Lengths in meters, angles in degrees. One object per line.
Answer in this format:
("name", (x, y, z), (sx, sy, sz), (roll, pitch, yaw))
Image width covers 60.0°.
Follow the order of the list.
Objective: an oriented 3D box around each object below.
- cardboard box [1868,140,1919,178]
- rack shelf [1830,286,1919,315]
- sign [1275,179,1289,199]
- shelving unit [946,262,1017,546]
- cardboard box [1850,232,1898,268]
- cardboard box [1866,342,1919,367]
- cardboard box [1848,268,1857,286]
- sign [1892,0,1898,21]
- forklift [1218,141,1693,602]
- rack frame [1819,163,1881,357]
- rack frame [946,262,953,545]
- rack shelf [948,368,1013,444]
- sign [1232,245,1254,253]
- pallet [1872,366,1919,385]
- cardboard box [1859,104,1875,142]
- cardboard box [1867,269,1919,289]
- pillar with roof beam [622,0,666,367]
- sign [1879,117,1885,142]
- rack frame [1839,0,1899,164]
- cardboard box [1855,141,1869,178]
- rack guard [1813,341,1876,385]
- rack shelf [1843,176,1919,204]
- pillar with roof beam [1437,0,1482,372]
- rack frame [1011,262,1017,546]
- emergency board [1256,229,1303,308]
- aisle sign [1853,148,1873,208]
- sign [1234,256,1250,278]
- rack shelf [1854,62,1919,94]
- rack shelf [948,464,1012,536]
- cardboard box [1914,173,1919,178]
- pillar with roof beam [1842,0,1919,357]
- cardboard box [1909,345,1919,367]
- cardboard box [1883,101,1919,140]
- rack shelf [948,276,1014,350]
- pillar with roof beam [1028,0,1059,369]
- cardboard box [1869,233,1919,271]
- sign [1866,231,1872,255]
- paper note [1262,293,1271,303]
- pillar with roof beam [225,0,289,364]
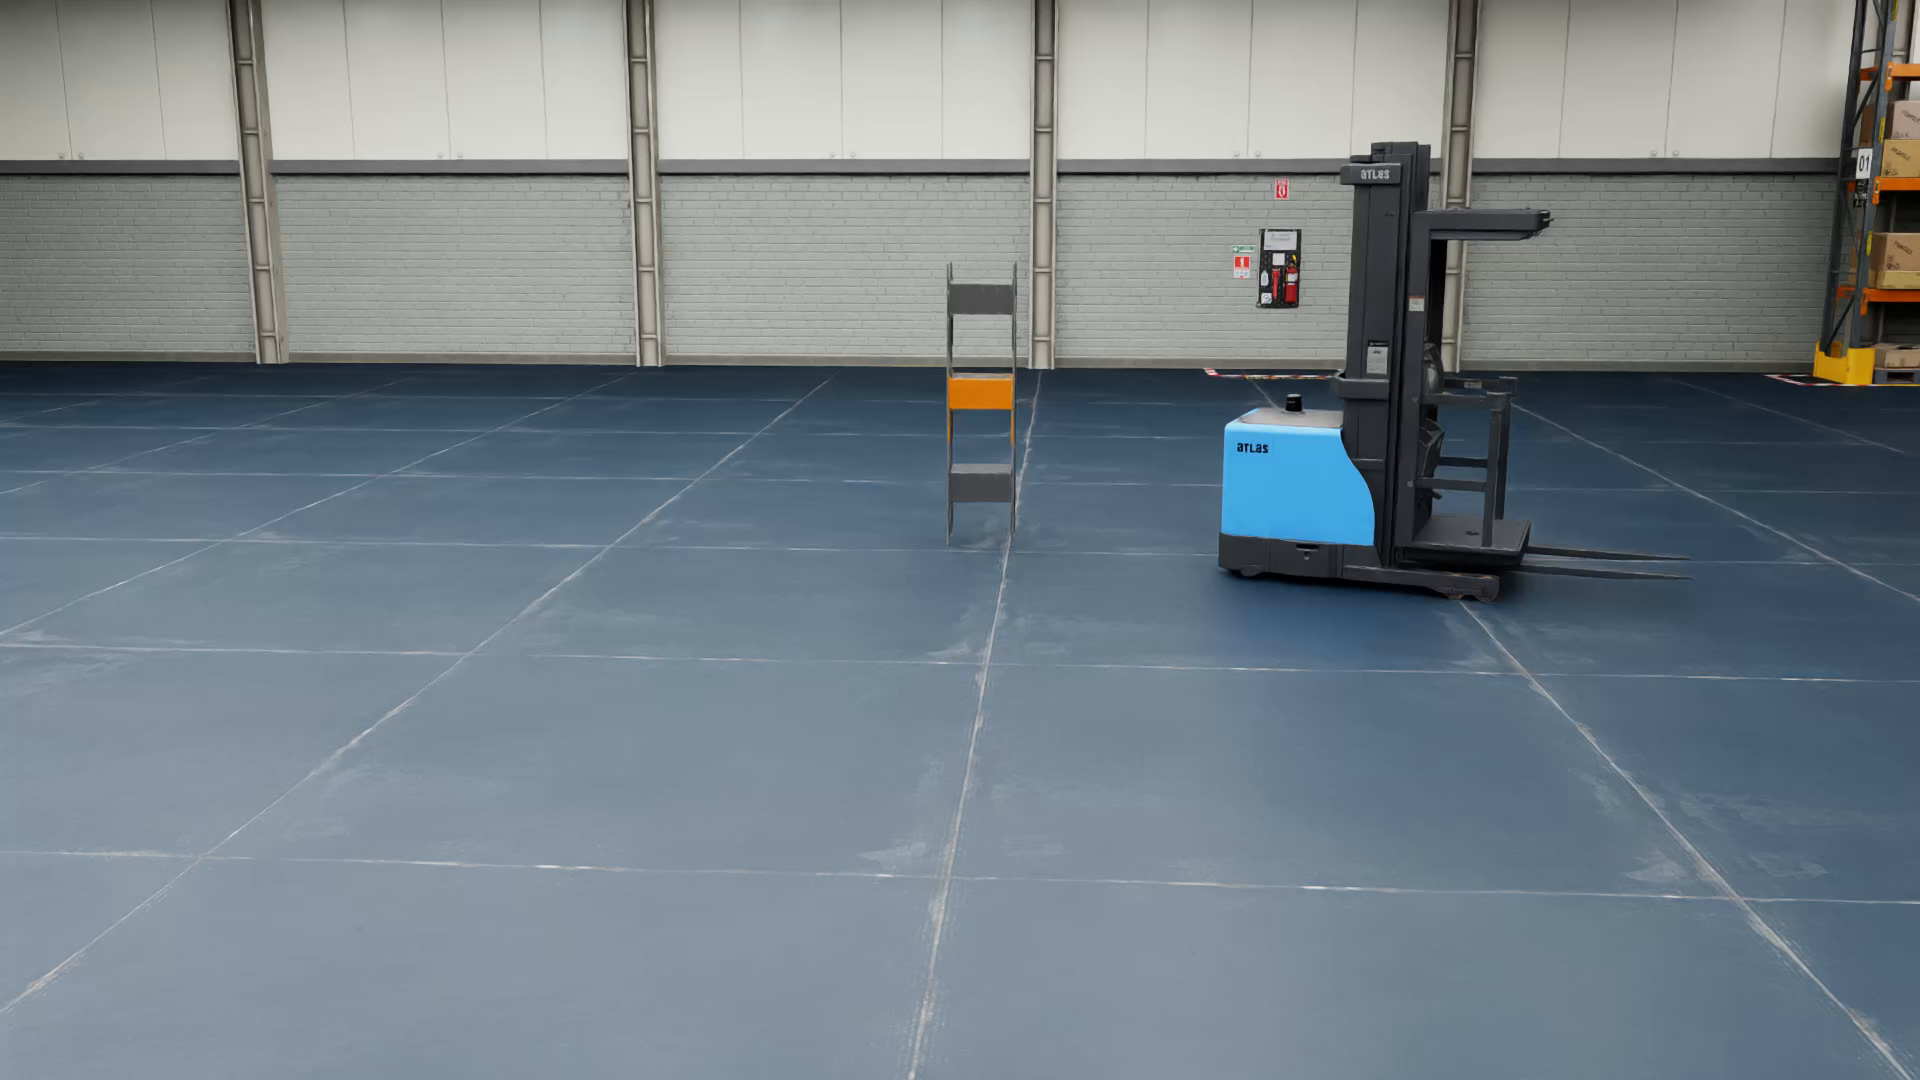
("cardboard box", (12.770, -5.213, 22.743), (0.500, 0.500, 0.500), (1, 12, 5))
("rack shelf", (14.449, -3.362, 23.271), (4.000, 0.370, 1.077), (1, 12, 4))
("sign", (4.758, -5.187, 24.579), (0.199, 0.298, 0.001), (1, 12, 4))
("shelving unit", (0.165, -1.025, 12.542), (0.503, 2.100, 0.431), (1, 12, 4))
("cardboard box", (12.938, -4.082, 23.442), (0.500, 0.500, 0.500), (1, 12, 3))
("cardboard box", (13.137, -2.613, 23.426), (0.500, 0.311, 0.500), (-1, 12, -3))
("cardboard box", (12.933, -3.711, 23.501), (0.500, 0.250, 0.500), (1, 12, 5))
("sign", (12.417, -7.063, 22.081), (0.005, 0.325, 0.100), (1, 12, 4))
("forklift", (3.364, -1.155, 11.132), (3.031, 2.935, 1.130), (5, 13, 22))
("rack frame", (12.453, -3.742, 23.329), (0.127, 3.000, 1.000), (1, 12, 4))
("rack frame", (-0.078, -1.029, 12.558), (0.015, 2.100, 0.400), (1, 12, 4))
("rack shelf", (0.165, -1.012, 12.545), (0.480, 0.518, 0.431), (1, 12, 4))
("sign", (4.219, -4.336, 24.789), (0.331, 0.109, 0.001), (1, 12, 4))
("pallet", (13.337, -2.357, 23.521), (1.213, 0.211, 1.003), (1, 12, 4))
("cardboard box", (12.901, -5.805, 23.134), (0.500, 0.500, 0.500), (1, 12, 6))
("cardboard box", (12.919, -3.606, 23.000), (0.500, 0.250, 0.500), (0, 12, 2))
("pillar with roof beam", (-5.038, -6.212, 20.486), (0.400, 9.000, 9.100), (1, 12, 4))
("sign", (12.417, -5.527, 22.402), (0.005, 0.325, 0.100), (1, 12, 4))
("rack frame", (12.453, -6.678, 22.714), (0.127, 3.000, 1.000), (1, 12, 4))
("cardboard box", (12.886, -5.314, 23.229), (0.500, 0.500, 0.500), (2, 12, 8))
("rack guard", (12.529, -2.517, 23.580), (0.348, 0.500, 1.175), (1, 12, 4))
("rack shelf", (14.449, -4.830, 22.964), (4.000, 0.370, 1.077), (1, 12, 4))
("pillar with roof beam", (6.935, -6.048, 19.701), (0.400, 9.000, 9.100), (1, 12, 4))
("rack frame", (0.409, -1.022, 12.526), (0.015, 2.100, 0.400), (1, 12, 4))
("emergency board", (4.760, -4.032, 24.719), (0.643, 1.169, 0.194), (1, 12, 4))
("aisle sign", (12.361, -4.954, 22.774), (0.004, 0.787, 0.394), (1, 12, 4))
("sign", (4.215, -4.078, 24.852), (0.234, 0.329, 0.001), (1, 12, 4))
("rack shelf", (14.449, -6.297, 22.658), (4.000, 0.370, 1.077), (1, 12, 4))
("rack shelf", (0.165, -0.327, 12.688), (0.480, 0.518, 0.431), (1, 12, 4))
("cardboard box", (13.304, -5.198, 22.673), (0.500, 0.500, 0.500), (2, 12, 8))
("pillar with roof beam", (12.922, -5.966, 19.309), (0.400, 9.000, 9.100), (1, 12, 4))
("cardboard box", (13.706, -2.605, 23.388), (0.500, 0.311, 0.500), (2, 12, 8))
("cardboard box", (12.821, -5.703, 22.644), (0.500, 0.500, 0.500), (0, 12, 0))
("rack shelf", (0.165, -1.697, 12.402), (0.480, 0.518, 0.431), (1, 12, 4))
("pillar with roof beam", (0.949, -6.130, 20.094), (0.400, 9.000, 9.100), (1, 12, 4))
("cardboard box", (12.909, -3.977, 22.940), (0.500, 0.500, 0.500), (1, 12, 4))
("sign", (12.417, -4.054, 22.710), (0.005, 0.325, 0.100), (1, 12, 4))
("paper note", (4.588, -3.618, 24.888), (0.142, 0.148, 0.016), (1, 12, 4))
("pillar with roof beam", (-11.025, -6.294, 20.879), (0.400, 9.000, 9.100), (1, 12, 4))
